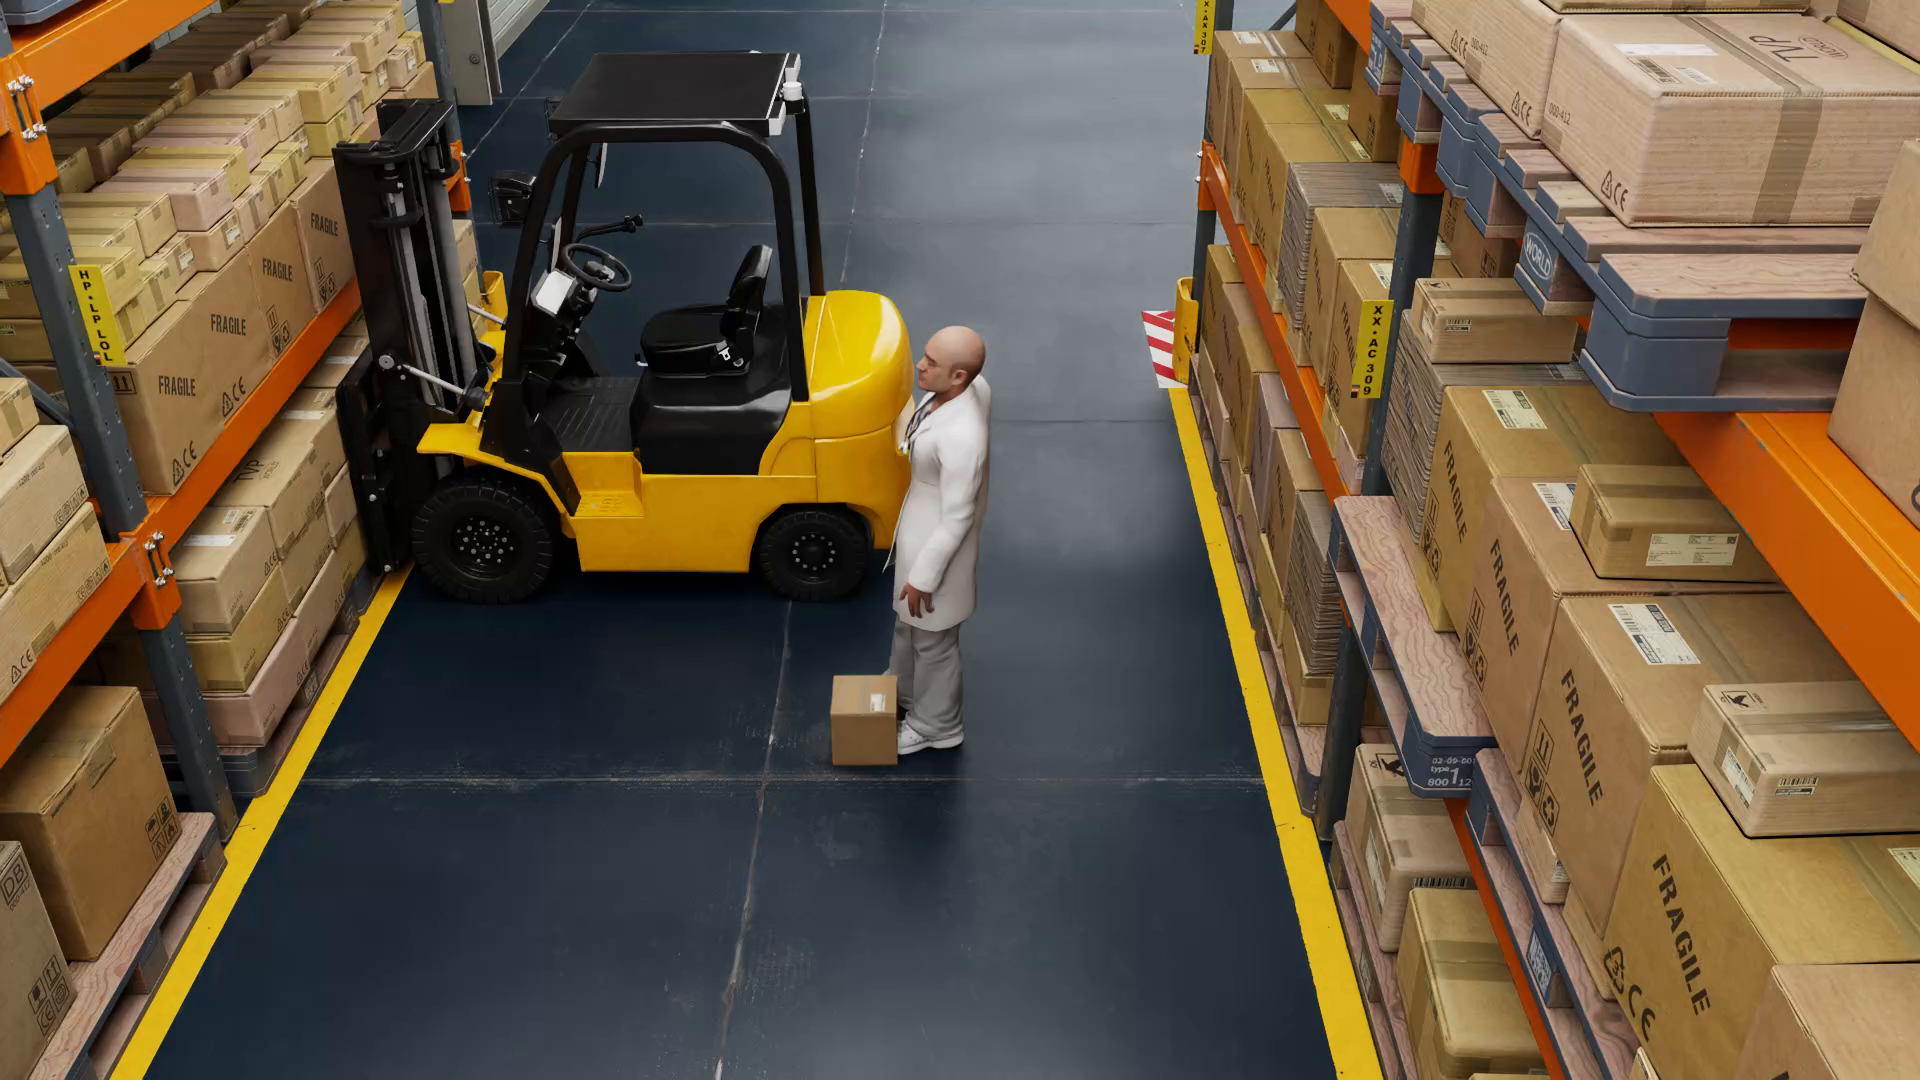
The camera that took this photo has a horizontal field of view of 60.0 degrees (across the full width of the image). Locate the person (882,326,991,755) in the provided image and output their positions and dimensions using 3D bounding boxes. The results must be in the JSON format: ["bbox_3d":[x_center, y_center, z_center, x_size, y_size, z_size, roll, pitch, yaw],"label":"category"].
[{"bbox_3d":[-0.179,0.026,6.089,0.581,1.776,0.678,0,31,0],"label":"person"}]
